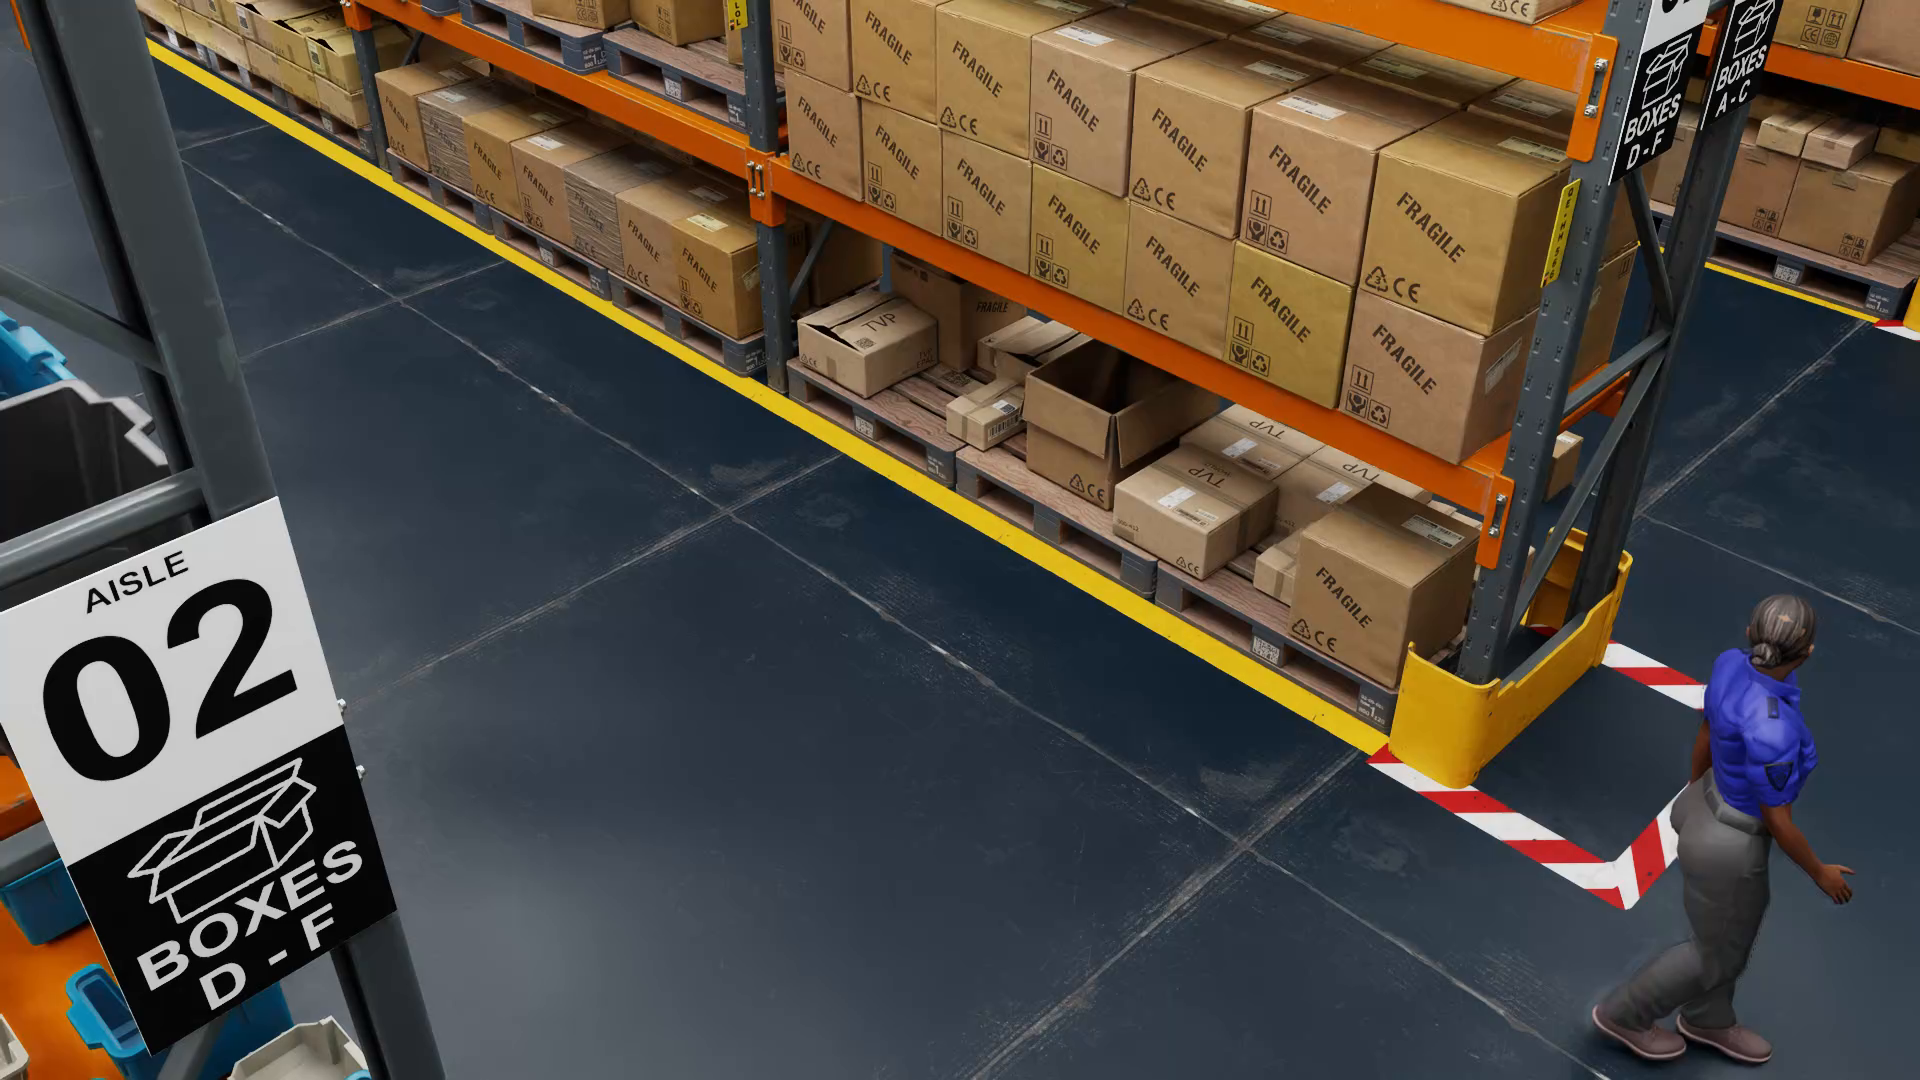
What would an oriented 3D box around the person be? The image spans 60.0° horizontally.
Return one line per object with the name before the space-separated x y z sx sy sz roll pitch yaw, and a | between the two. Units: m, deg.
person | 2.319 0.878 4.926 0.571 1.663 0.478 8 36 11
